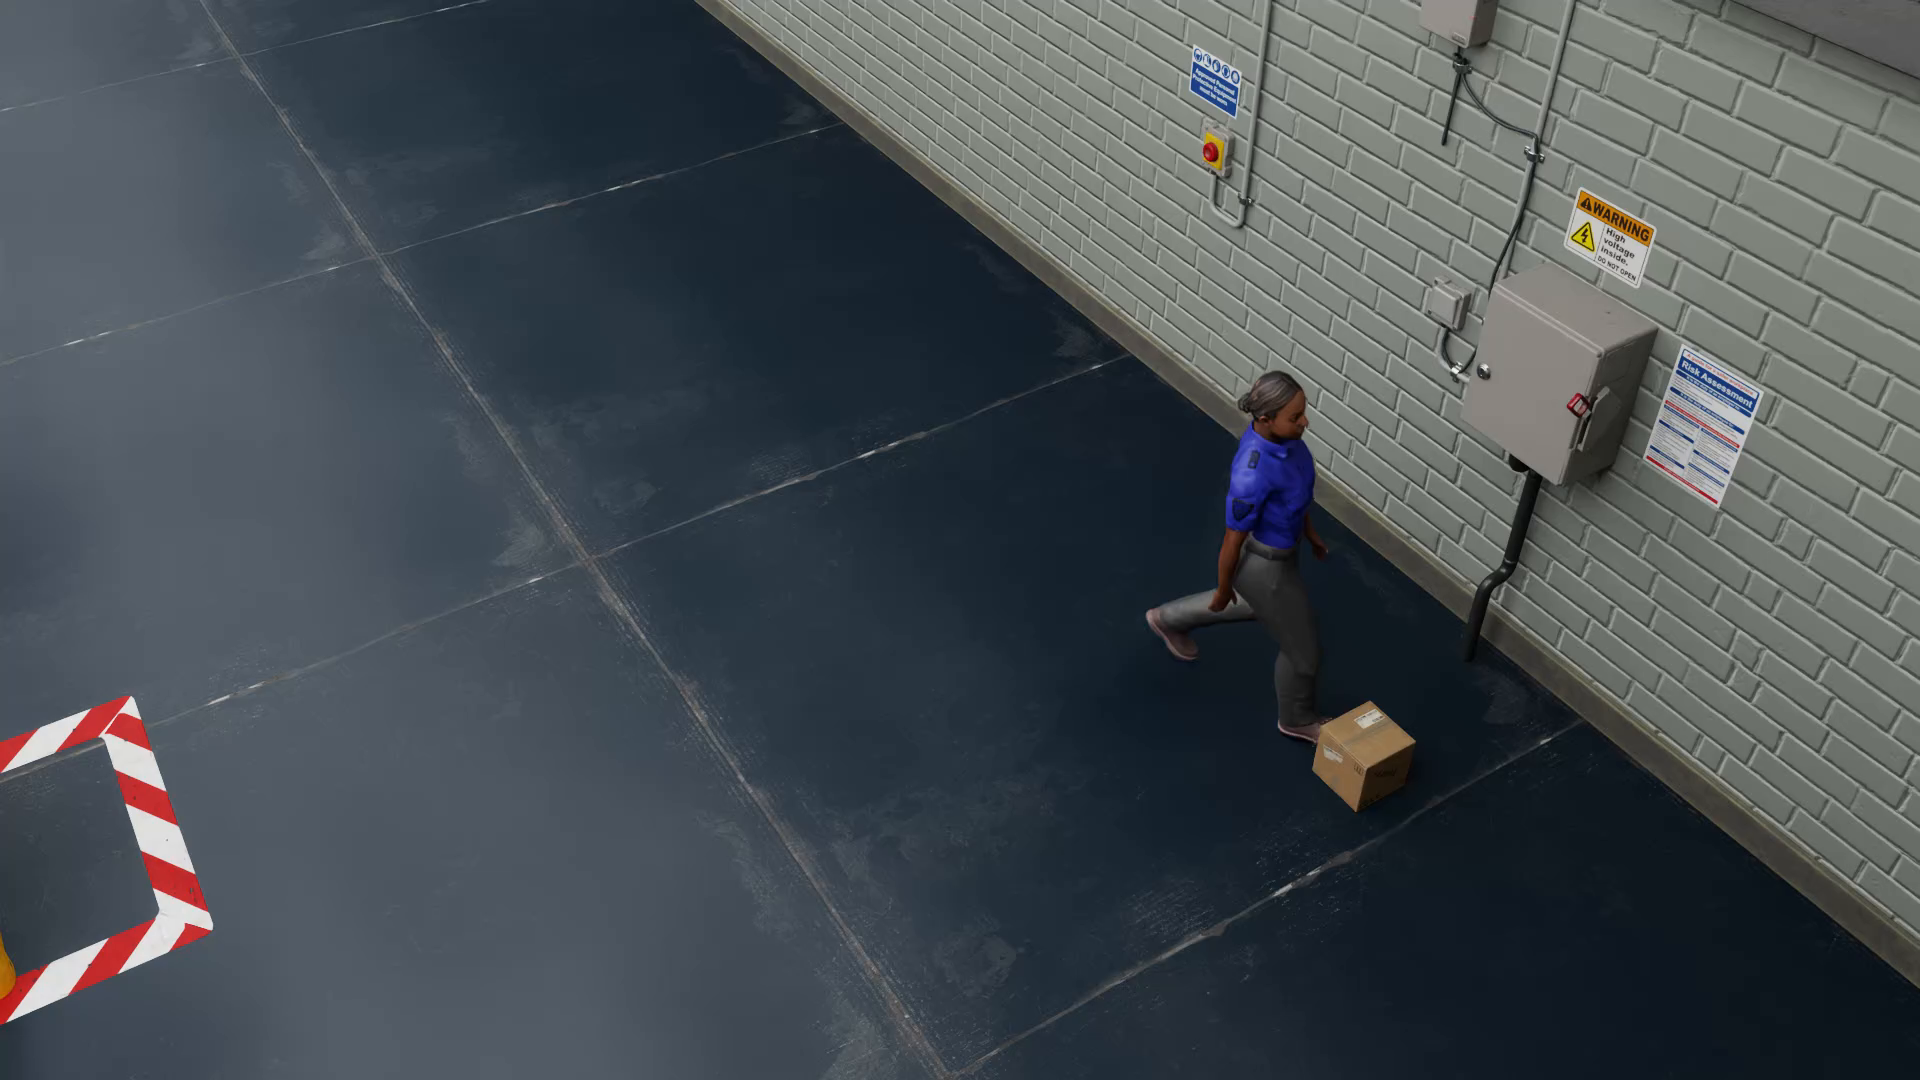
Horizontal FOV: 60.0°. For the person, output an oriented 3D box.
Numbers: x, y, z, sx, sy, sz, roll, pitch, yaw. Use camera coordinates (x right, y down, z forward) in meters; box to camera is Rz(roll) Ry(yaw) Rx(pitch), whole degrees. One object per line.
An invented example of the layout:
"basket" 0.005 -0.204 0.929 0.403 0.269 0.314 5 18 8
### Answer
"person" 1.128 0.053 6.107 0.887 1.611 0.449 11 42 13
